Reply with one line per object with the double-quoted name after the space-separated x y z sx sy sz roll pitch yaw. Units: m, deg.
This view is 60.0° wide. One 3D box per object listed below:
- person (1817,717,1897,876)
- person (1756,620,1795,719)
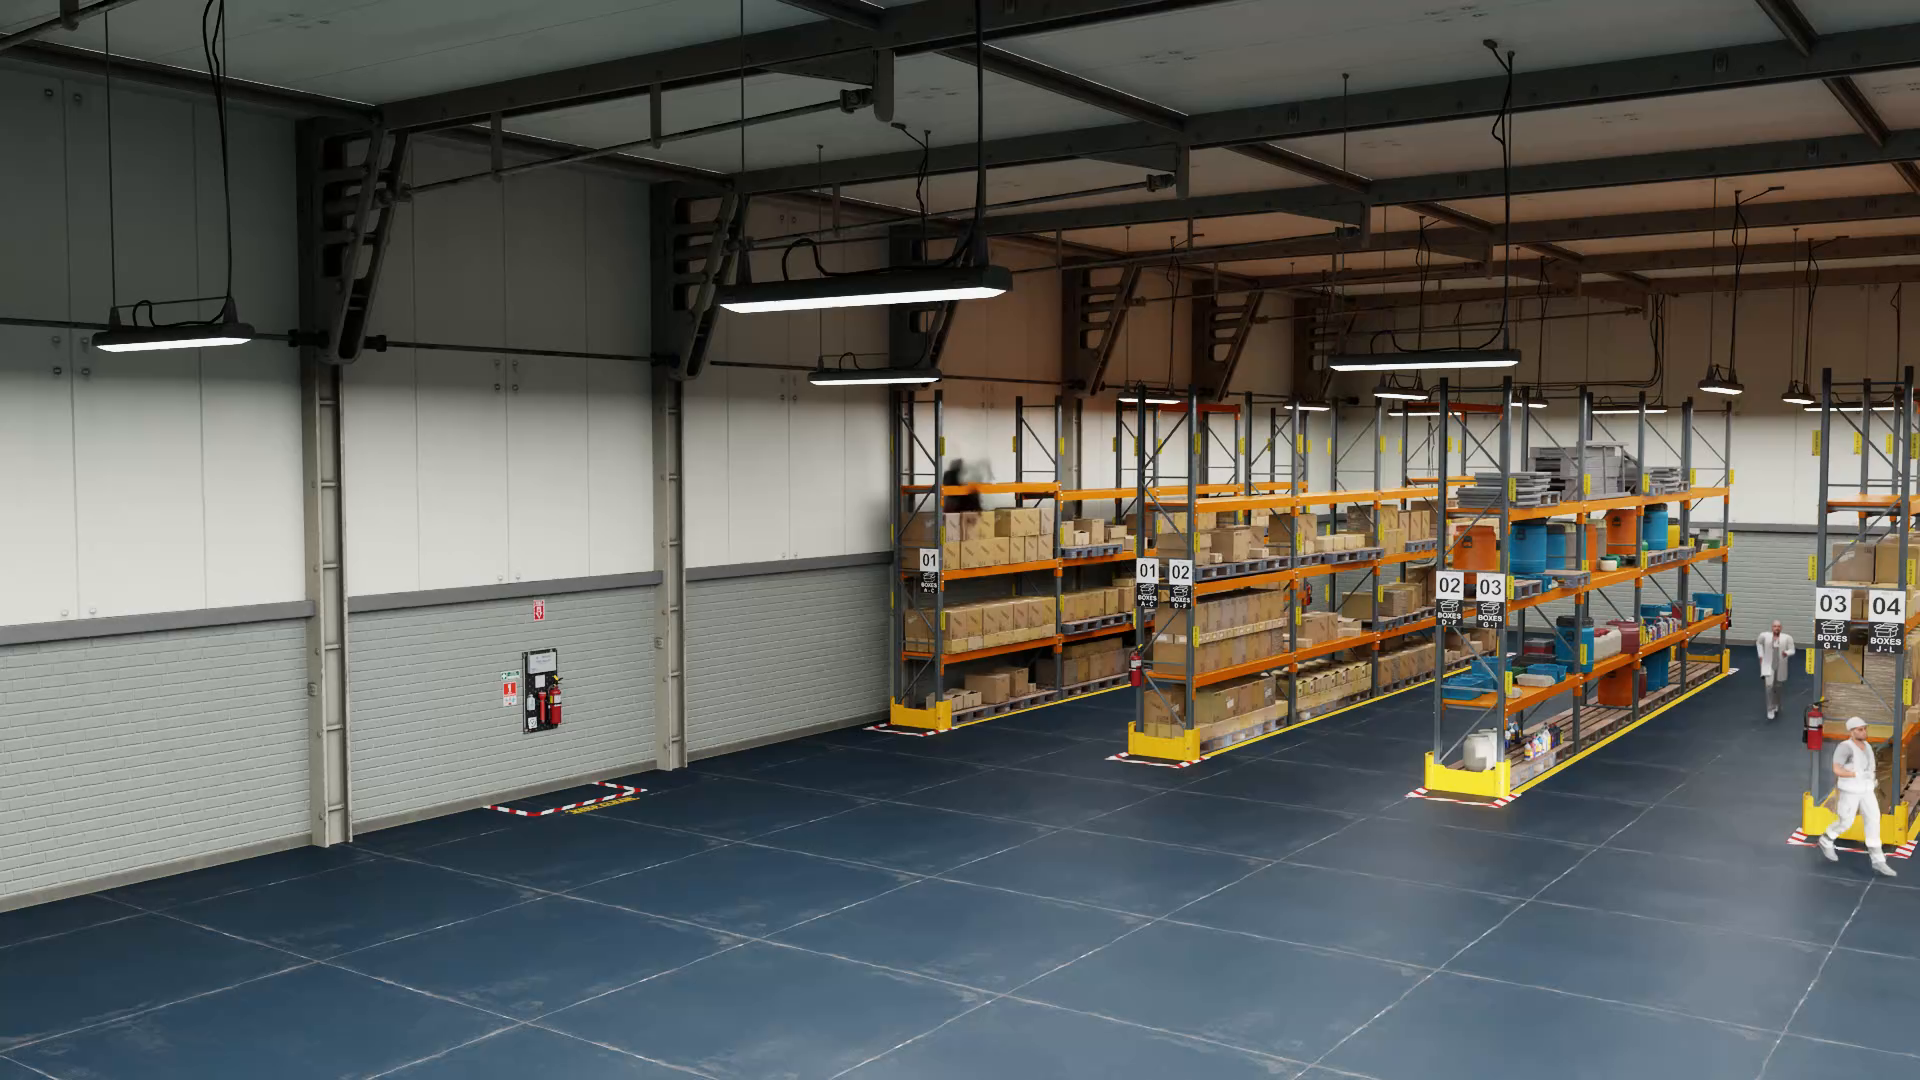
10.535 2.968 19.561 0.669 1.780 0.989 -1 3 -18 "person"
15.118 2.391 30.851 0.609 1.834 0.965 1 3 19 "person"
